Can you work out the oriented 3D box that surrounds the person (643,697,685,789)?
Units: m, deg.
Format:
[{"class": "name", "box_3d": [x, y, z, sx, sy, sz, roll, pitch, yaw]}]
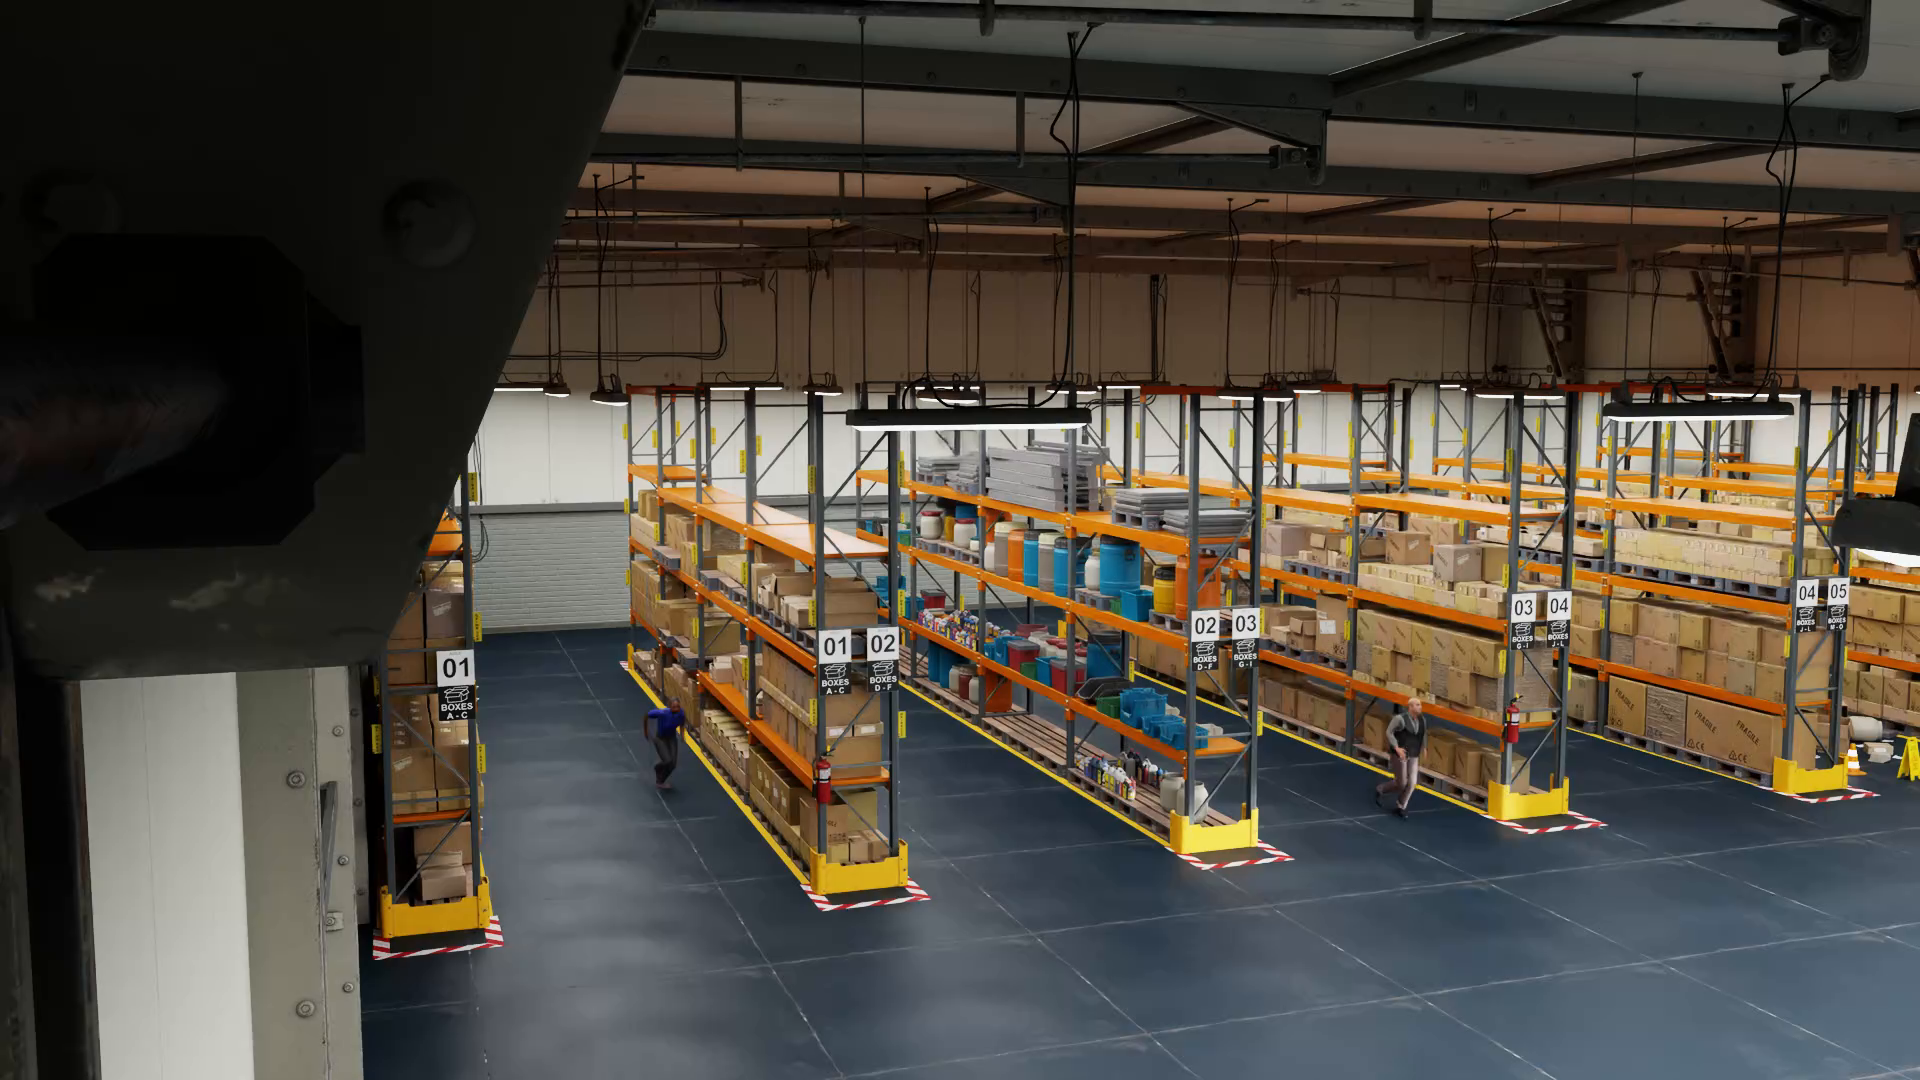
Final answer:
[{"class": "person", "box_3d": [-4.405, 3.047, 24.869, 0.596, 1.465, 0.780, -4, 7, -37]}]

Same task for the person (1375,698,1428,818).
[{"class": "person", "box_3d": [6.361, 3.067, 23.745, 0.702, 1.680, 0.628, -3, 6, -24]}]
